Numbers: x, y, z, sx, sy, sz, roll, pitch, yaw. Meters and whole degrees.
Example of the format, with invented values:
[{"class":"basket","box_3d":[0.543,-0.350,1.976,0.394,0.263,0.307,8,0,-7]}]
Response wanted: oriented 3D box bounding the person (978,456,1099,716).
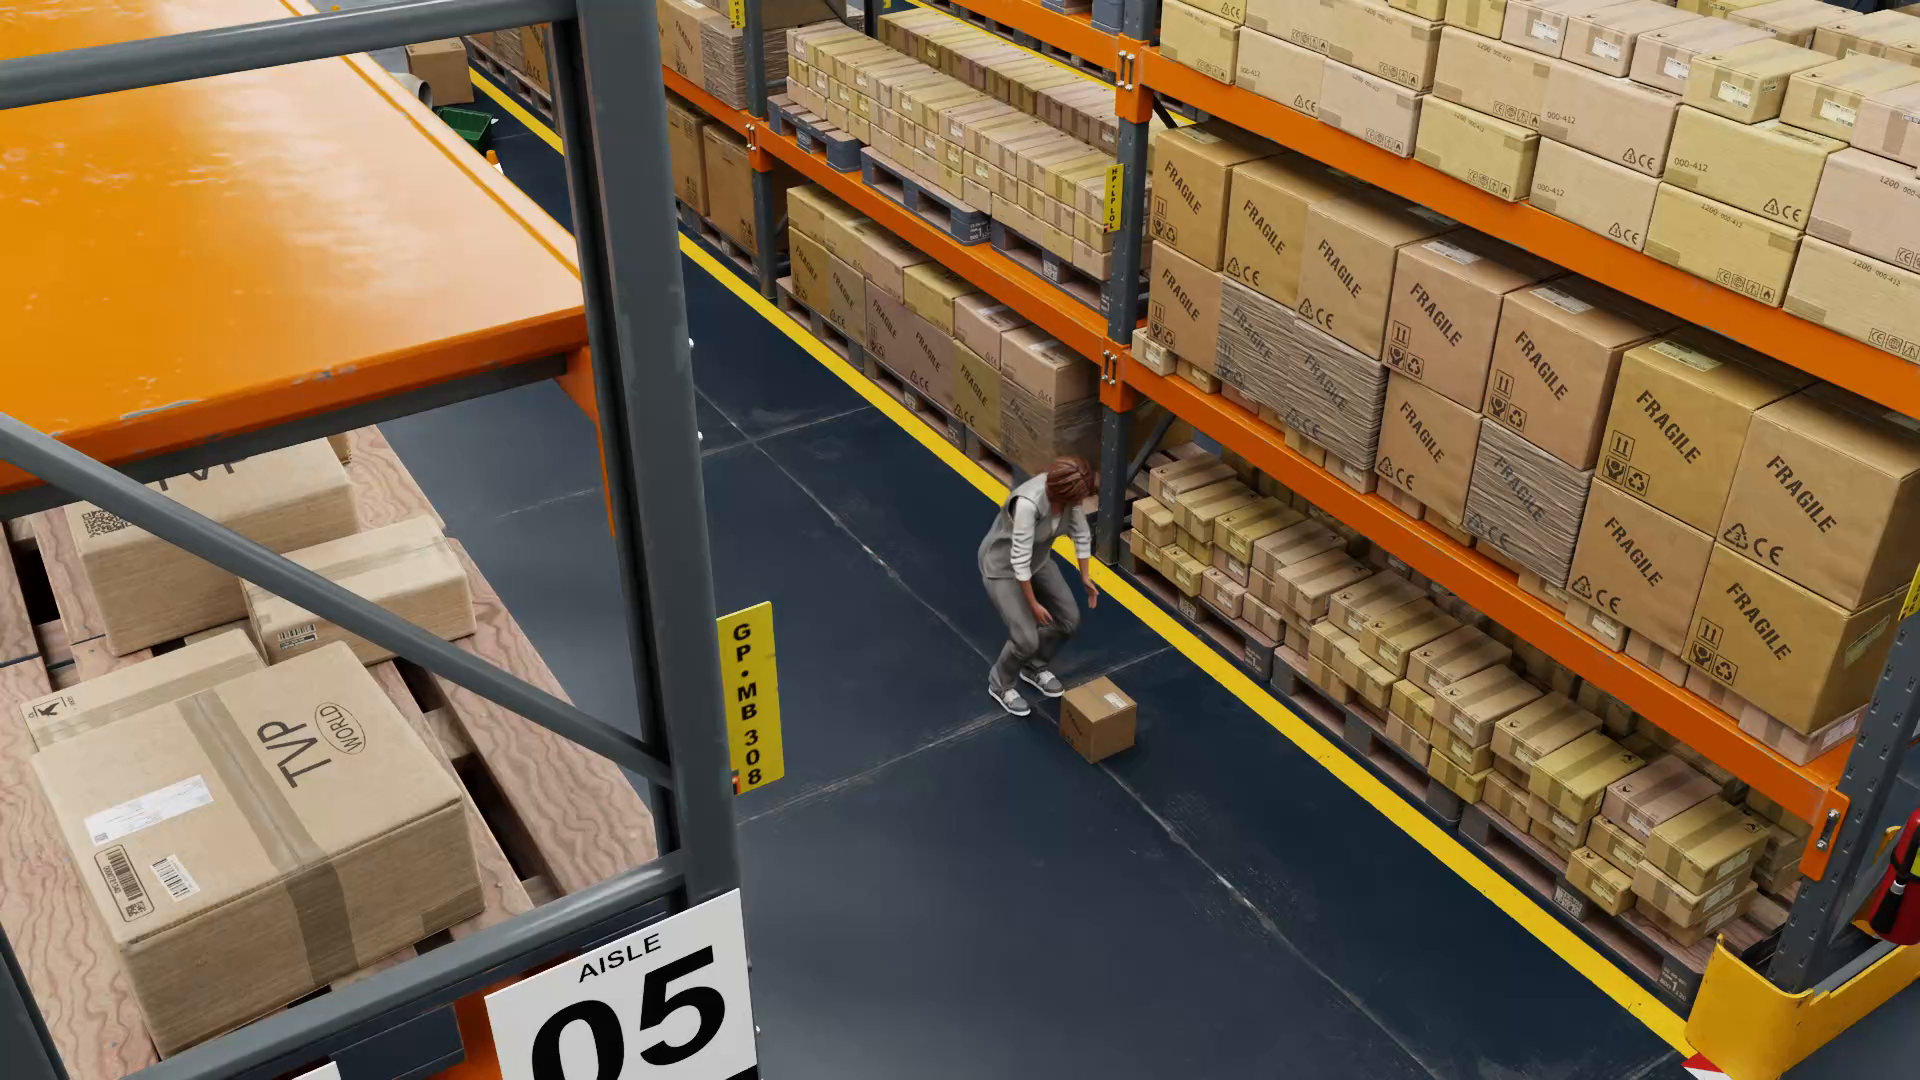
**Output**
[{"class":"person","box_3d":[0.366,0.169,7.649,0.458,1.385,0.581,-25,41,-33]}]
